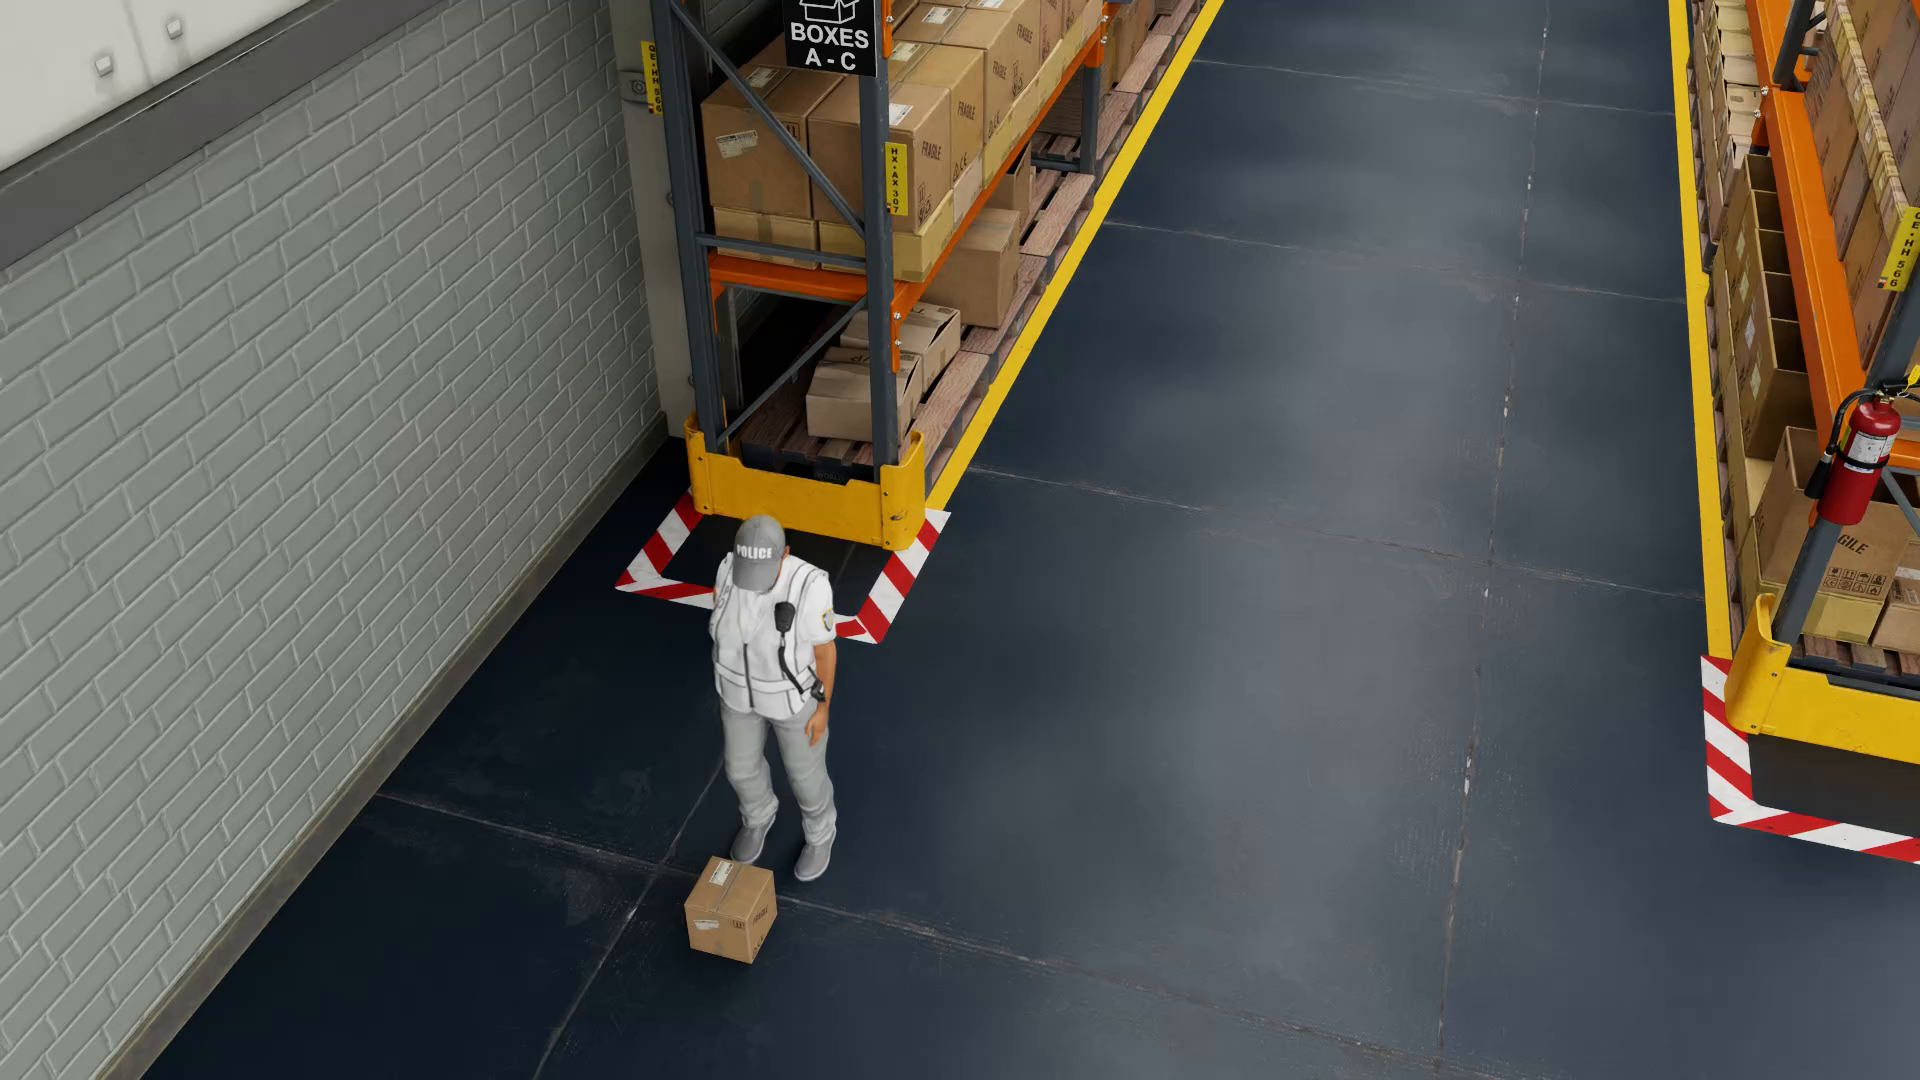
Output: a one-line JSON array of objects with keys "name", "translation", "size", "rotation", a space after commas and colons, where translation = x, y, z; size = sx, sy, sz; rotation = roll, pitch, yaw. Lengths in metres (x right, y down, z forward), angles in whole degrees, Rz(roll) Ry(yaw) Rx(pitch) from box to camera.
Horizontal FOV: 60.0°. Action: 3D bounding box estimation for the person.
[{"name": "person", "translation": [-0.674, 0.574, 6.153], "size": [0.476, 1.653, 0.394], "rotation": [12, 39, 15]}]
